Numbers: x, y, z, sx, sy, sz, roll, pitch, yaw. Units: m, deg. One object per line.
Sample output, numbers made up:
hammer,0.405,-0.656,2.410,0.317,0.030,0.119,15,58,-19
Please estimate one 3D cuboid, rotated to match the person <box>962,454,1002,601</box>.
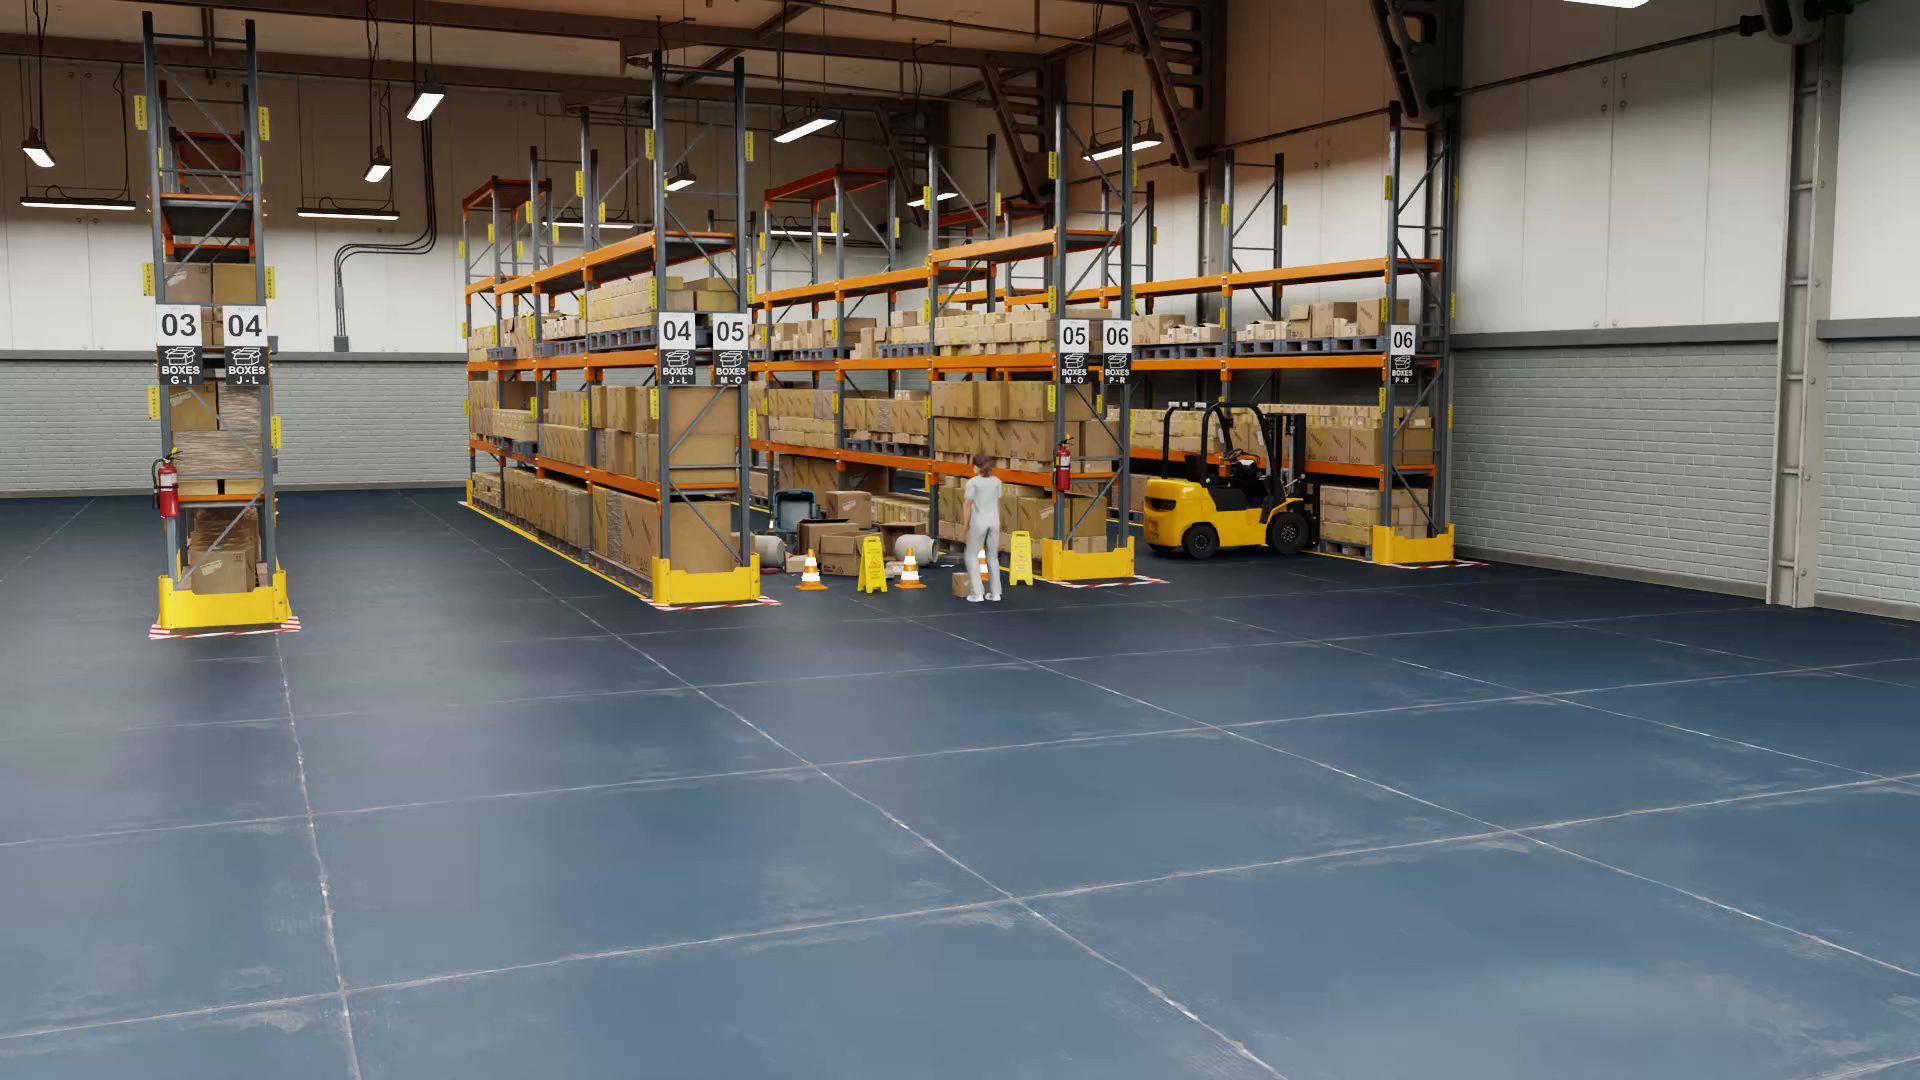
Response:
person,0.250,-0.137,18.578,0.453,1.654,0.347,-2,6,-22
